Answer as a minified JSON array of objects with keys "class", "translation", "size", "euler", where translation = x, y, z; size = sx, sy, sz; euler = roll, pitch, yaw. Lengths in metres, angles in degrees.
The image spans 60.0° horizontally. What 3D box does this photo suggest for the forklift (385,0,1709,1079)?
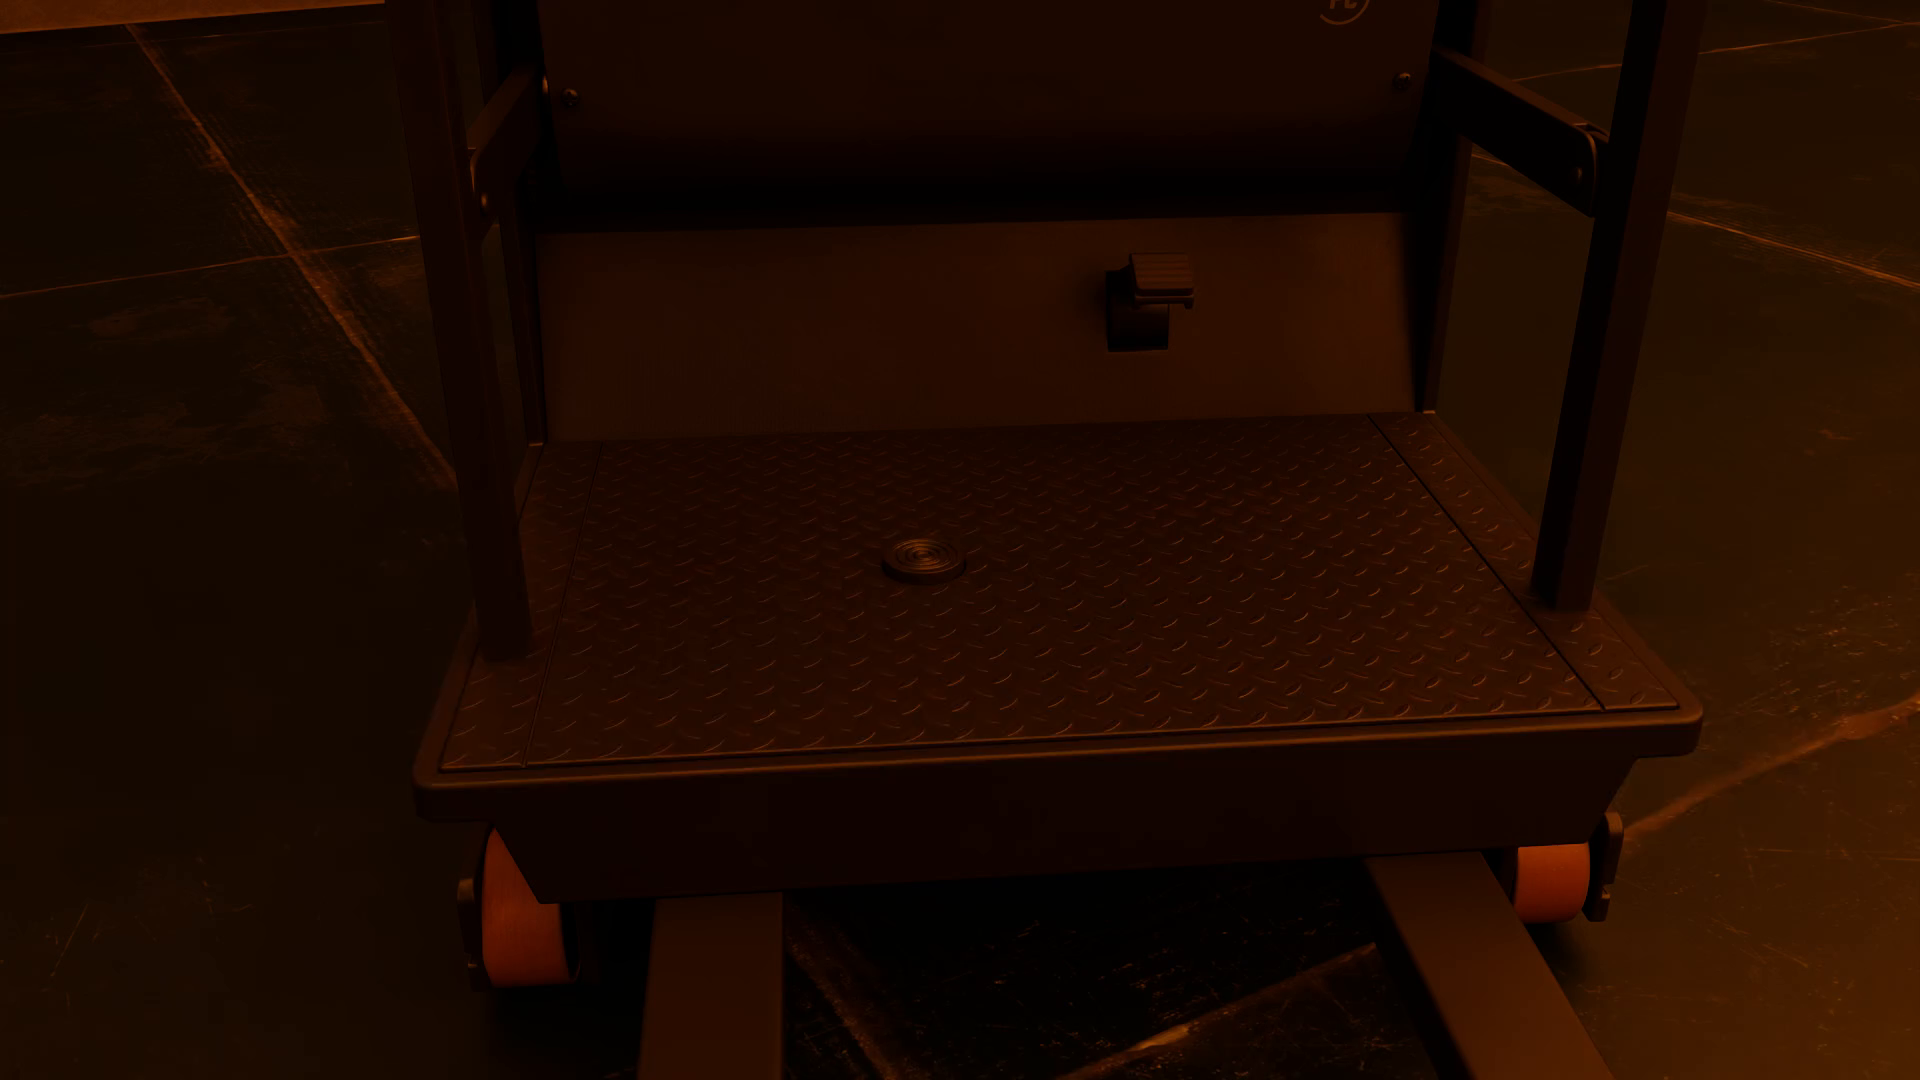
[{"class":"forklift","translation":[0.056,-1.028,1.288],"size":[1.130,2.935,3.031],"euler":[-2,27,-5]}]
